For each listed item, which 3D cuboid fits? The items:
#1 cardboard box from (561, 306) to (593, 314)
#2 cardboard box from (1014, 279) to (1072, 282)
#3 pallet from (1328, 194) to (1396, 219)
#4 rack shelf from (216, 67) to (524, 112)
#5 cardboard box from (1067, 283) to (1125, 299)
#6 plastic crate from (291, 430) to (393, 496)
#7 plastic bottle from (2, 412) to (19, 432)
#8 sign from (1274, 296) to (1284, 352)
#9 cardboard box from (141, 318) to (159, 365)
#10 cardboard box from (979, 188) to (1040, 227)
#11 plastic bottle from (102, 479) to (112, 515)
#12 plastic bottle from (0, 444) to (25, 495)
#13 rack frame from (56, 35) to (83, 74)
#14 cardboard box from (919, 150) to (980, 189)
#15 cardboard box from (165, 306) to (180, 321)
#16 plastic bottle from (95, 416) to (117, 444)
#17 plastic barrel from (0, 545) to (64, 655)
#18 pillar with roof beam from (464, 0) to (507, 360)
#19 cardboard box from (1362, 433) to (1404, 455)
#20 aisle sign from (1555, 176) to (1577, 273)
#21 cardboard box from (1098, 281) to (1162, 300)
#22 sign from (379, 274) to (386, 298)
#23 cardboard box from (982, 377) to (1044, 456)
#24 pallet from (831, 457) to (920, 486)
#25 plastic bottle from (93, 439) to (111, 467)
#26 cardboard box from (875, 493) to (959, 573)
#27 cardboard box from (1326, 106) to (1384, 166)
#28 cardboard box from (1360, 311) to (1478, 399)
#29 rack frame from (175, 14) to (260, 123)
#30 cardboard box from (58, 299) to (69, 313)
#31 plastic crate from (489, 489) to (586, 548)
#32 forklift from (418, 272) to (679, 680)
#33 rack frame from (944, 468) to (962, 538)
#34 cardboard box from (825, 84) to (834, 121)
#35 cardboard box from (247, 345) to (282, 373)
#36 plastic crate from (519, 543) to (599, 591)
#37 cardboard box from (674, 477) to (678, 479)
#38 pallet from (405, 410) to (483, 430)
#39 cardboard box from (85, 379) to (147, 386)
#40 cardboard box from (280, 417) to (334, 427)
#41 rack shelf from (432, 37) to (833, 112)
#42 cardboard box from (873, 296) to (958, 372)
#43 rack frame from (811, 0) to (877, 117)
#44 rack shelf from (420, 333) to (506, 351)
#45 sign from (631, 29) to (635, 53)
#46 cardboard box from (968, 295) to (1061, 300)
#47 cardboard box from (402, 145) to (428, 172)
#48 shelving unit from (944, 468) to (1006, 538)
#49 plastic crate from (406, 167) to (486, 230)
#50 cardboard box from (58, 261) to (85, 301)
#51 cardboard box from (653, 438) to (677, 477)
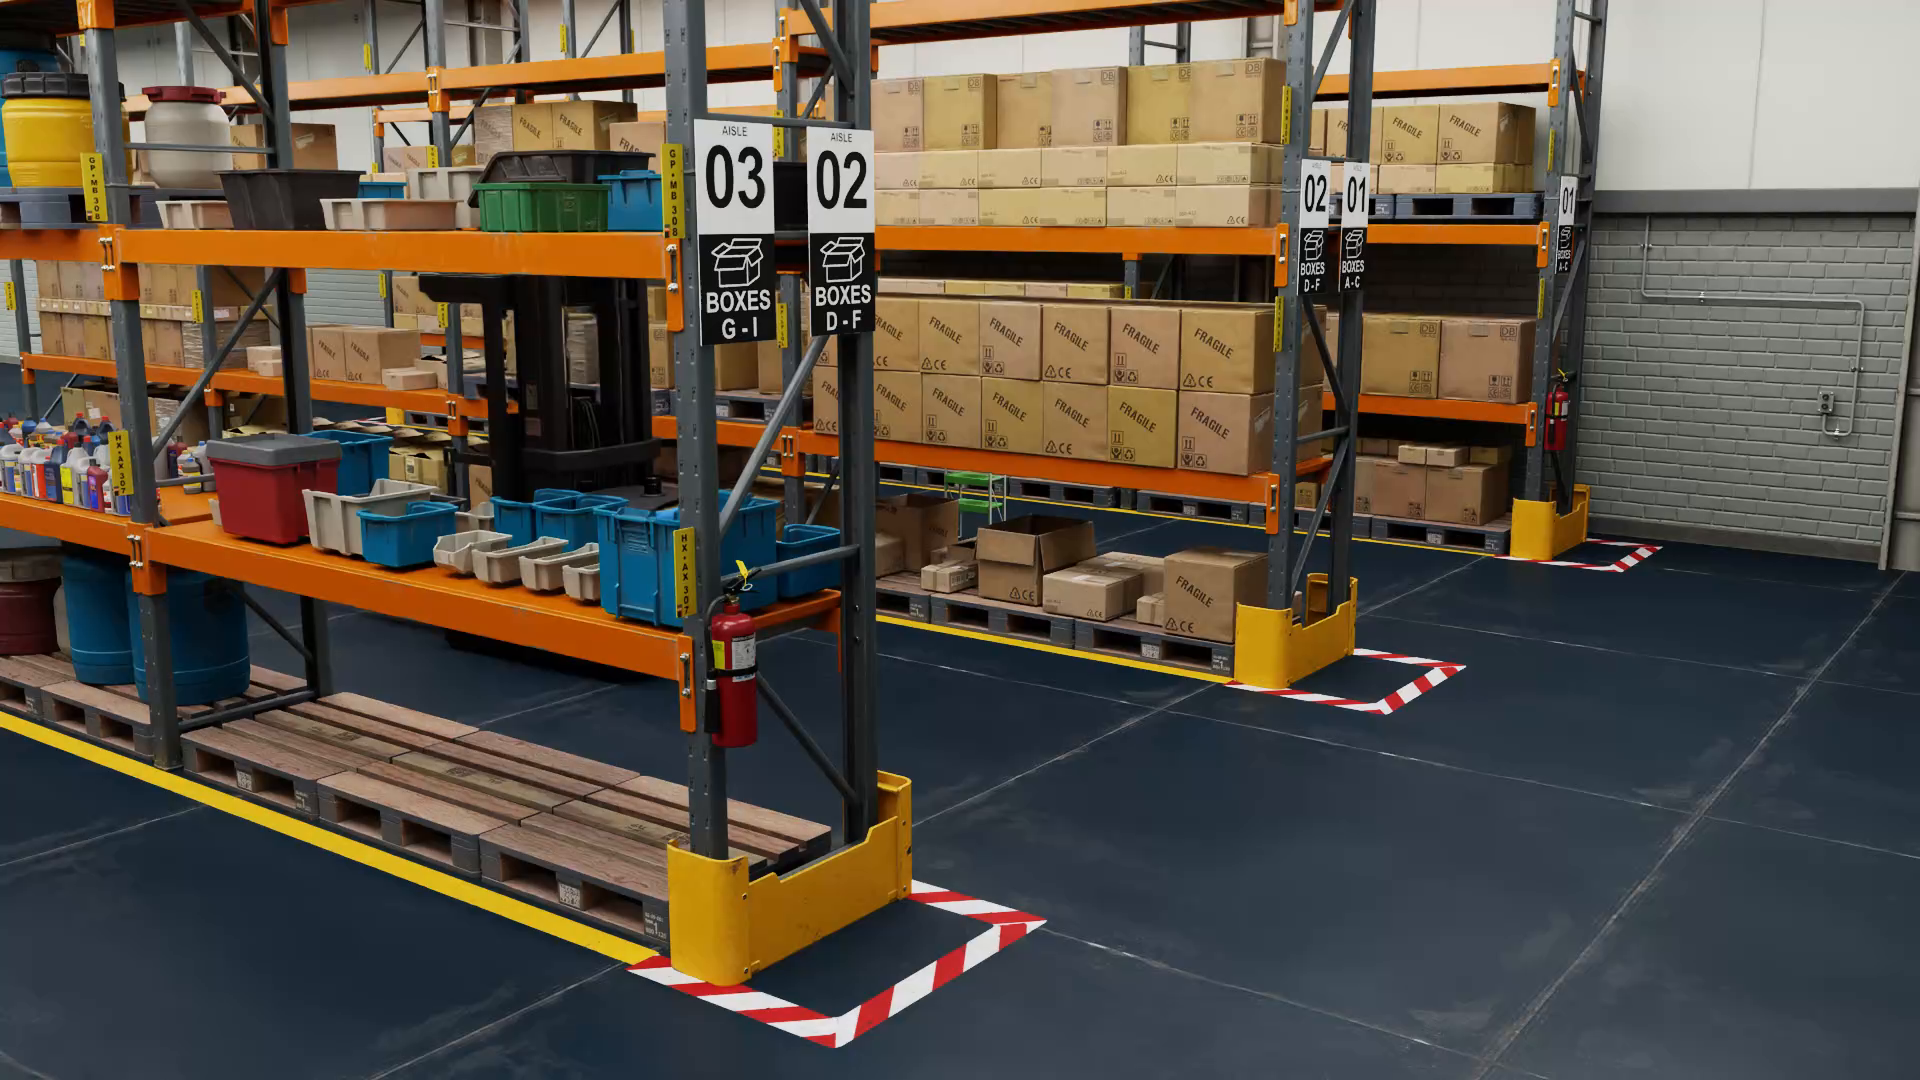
[{"bbox_3d":[-5.065,-3.063,21.332,0.500,0.500,0.500,8,13,35],"label":"cardboard box"},{"bbox_3d":[0.898,-2.631,17.660,0.500,0.250,0.500,7,13,34],"label":"cardboard box"},{"bbox_3d":[3.579,-3.051,15.242,1.213,0.211,1.003,8,13,36],"label":"pallet"},{"bbox_3d":[-5.818,-4.165,15.812,4.000,0.370,1.077,8,13,36],"label":"rack shelf"},{"bbox_3d":[1.419,-2.440,16.669,0.500,0.250,0.500,8,14,37],"label":"cardboard box"},{"bbox_3d":[-3.339,-0.358,8.866,0.575,0.384,0.392,8,13,36],"label":"plastic crate"},{"bbox_3d":[-6.376,-0.723,11.176,0.133,0.283,0.061,8,13,36],"label":"plastic bottle"},{"bbox_3d":[1.897,-1.286,9.897,0.005,0.325,0.100,8,13,36],"label":"sign"},{"bbox_3d":[-8.623,-2.207,18.278,0.500,0.500,0.700,8,14,36],"label":"cardboard box"},{"bbox_3d":[0.471,-2.232,11.167,0.500,0.250,0.500,8,13,36],"label":"cardboard box"},{"bbox_3d":[-4.536,-0.243,8.909,0.097,0.201,0.097,0,11,0],"label":"plastic bottle"},{"bbox_3d":[-5.422,-0.409,9.575,0.135,0.276,0.152,8,13,36],"label":"plastic bottle"},{"bbox_3d":[-10.654,-5.389,19.193,0.127,3.000,1.000,8,13,36],"label":"rack frame"},{"bbox_3d":[0.063,-2.532,11.403,0.500,0.250,0.500,8,13,36],"label":"cardboard box"},{"bbox_3d":[-8.187,-2.416,17.651,0.250,0.149,0.380,7,13,34],"label":"cardboard box"},{"bbox_3d":[-5.281,-0.593,10.329,0.185,0.351,0.144,8,13,36],"label":"plastic bottle"},{"bbox_3d":[-5.826,0.371,10.458,0.708,0.588,0.600,8,13,36],"label":"plastic barrel"},{"bbox_3d":[-9.197,-5.542,19.986,0.400,9.000,9.100,8,13,36],"label":"pillar with roof beam"},{"bbox_3d":[3.951,-0.894,15.523,0.250,0.149,0.380,8,14,36],"label":"cardboard box"},{"bbox_3d":[5.051,-2.626,13.861,0.004,0.787,0.394,8,13,36],"label":"aisle sign"},{"bbox_3d":[1.731,-2.518,17.074,0.500,0.250,0.500,8,14,37],"label":"cardboard box"},{"bbox_3d":[-8.046,-3.544,23.173,0.005,0.325,0.100,8,13,36],"label":"sign"},{"bbox_3d":[0.495,-0.874,11.386,0.500,0.500,0.500,8,13,35],"label":"cardboard box"},{"bbox_3d":[-0.686,-0.834,18.783,1.213,0.211,1.003,8,13,36],"label":"pallet"},{"bbox_3d":[-4.766,-0.388,9.266,0.185,0.351,0.144,8,13,36],"label":"plastic bottle"},{"bbox_3d":[-0.355,-0.062,12.878,0.500,0.500,0.500,8,13,36],"label":"cardboard box"},{"bbox_3d":[3.597,-3.582,14.801,0.500,0.500,0.500,7,13,33],"label":"cardboard box"},{"bbox_3d":[4.161,-1.687,15.061,0.700,0.700,0.980,8,13,35],"label":"cardboard box"},{"bbox_3d":[-7.430,-4.939,16.868,0.127,3.000,1.000,8,13,36],"label":"rack frame"},{"bbox_3d":[-10.051,-2.676,18.996,0.250,0.149,0.380,8,14,36],"label":"cardboard box"},{"bbox_3d":[-2.000,-0.094,7.901,0.300,0.233,0.416,8,13,36],"label":"plastic crate"},{"bbox_3d":[-2.880,-0.763,11.255,3.031,2.935,1.130,8,13,35],"label":"forklift"},{"bbox_3d":[-0.063,-0.598,14.961,0.015,1.200,0.240,8,13,36],"label":"rack frame"},{"bbox_3d":[-0.568,-3.058,12.147,0.500,0.500,0.700,8,13,36],"label":"cardboard box"},{"bbox_3d":[-7.007,-1.871,17.201,0.500,0.250,0.500,9,14,39],"label":"cardboard box"},{"bbox_3d":[-1.682,0.115,7.077,0.243,0.136,0.396,8,13,36],"label":"plastic crate"},{"bbox_3d":[-2.063,-0.290,14.056,0.500,0.500,0.500,8,14,36],"label":"cardboard box"},{"bbox_3d":[-7.030,-1.728,23.406,1.213,0.211,1.003,8,13,36],"label":"pallet"},{"bbox_3d":[-10.046,-1.653,19.837,0.500,0.500,0.500,8,13,36],"label":"cardboard box"},{"bbox_3d":[-6.934,-1.124,17.598,0.500,0.311,0.500,8,13,36],"label":"cardboard box"},{"bbox_3d":[-2.594,-3.715,13.488,4.000,0.370,1.077,8,13,36],"label":"rack shelf"},{"bbox_3d":[-0.353,-1.480,11.889,0.500,0.500,0.500,7,13,34],"label":"cardboard box"},{"bbox_3d":[-1.277,-5.248,18.466,0.127,3.000,1.000,8,13,36],"label":"rack frame"},{"bbox_3d":[-6.113,-2.624,22.591,4.000,0.370,1.077,8,13,36],"label":"rack shelf"},{"bbox_3d":[-4.177,-6.320,21.129,0.005,0.325,0.100,8,13,36],"label":"sign"},{"bbox_3d":[0.399,-1.503,12.007,0.500,0.500,0.500,8,14,36],"label":"cardboard box"},{"bbox_3d":[-7.184,-5.080,22.546,0.500,0.500,0.500,8,13,35],"label":"cardboard box"},{"bbox_3d":[0.133,-0.570,14.820,0.503,1.200,0.258,8,13,36],"label":"shelving unit"},{"bbox_3d":[-2.297,-1.598,7.806,0.530,0.282,0.437,8,13,36],"label":"plastic crate"},{"bbox_3d":[-9.816,-3.011,19.017,0.500,0.500,0.700,8,13,34],"label":"cardboard box"},{"bbox_3d":[-2.438,-0.712,14.260,0.500,0.250,0.500,8,13,34],"label":"cardboard box"}]
